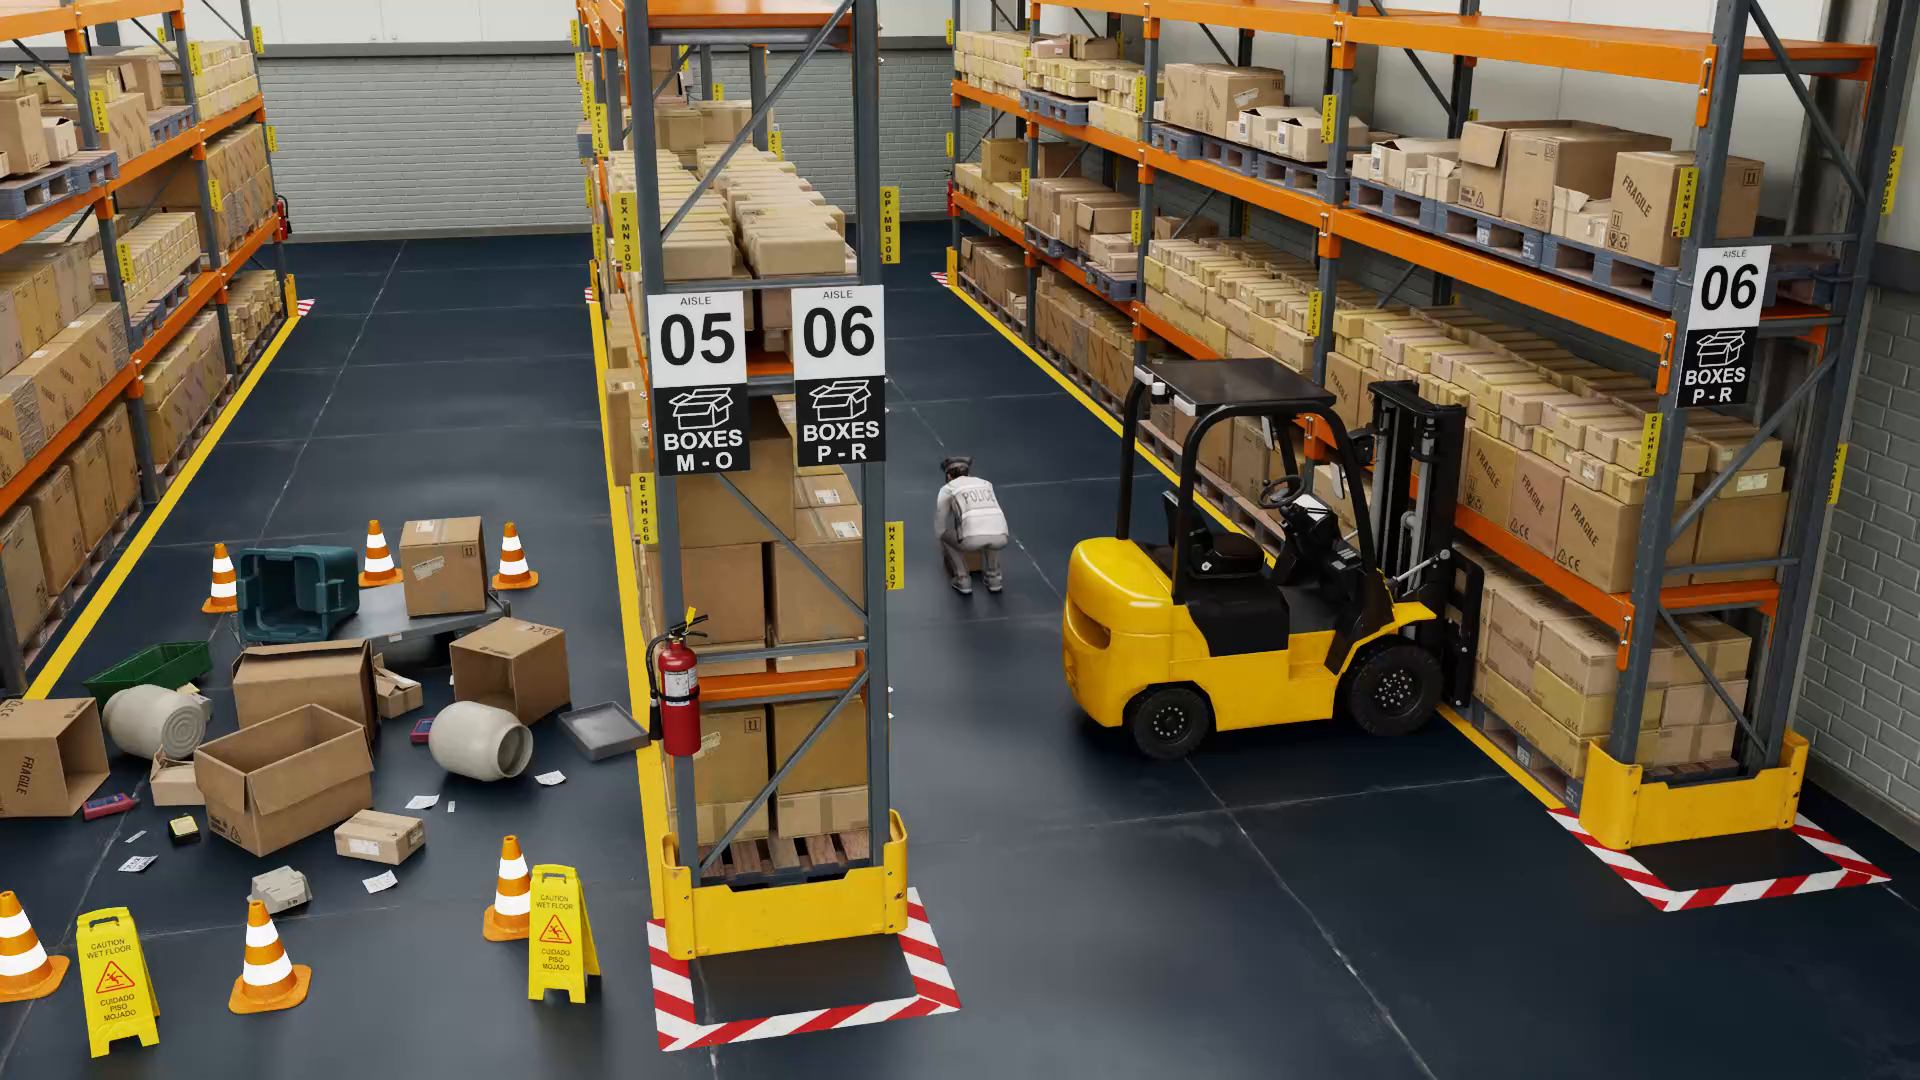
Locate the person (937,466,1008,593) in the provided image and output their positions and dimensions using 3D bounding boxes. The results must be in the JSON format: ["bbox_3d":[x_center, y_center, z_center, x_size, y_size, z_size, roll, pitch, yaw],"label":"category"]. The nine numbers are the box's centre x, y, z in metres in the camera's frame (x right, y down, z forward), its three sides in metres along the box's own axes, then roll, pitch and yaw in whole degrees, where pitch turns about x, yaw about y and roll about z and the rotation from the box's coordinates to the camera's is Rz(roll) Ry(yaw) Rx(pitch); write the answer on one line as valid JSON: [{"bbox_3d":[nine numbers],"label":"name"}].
[{"bbox_3d":[0.088,-0.083,12.532,0.478,0.850,0.859,-5,20,-12],"label":"person"}]
